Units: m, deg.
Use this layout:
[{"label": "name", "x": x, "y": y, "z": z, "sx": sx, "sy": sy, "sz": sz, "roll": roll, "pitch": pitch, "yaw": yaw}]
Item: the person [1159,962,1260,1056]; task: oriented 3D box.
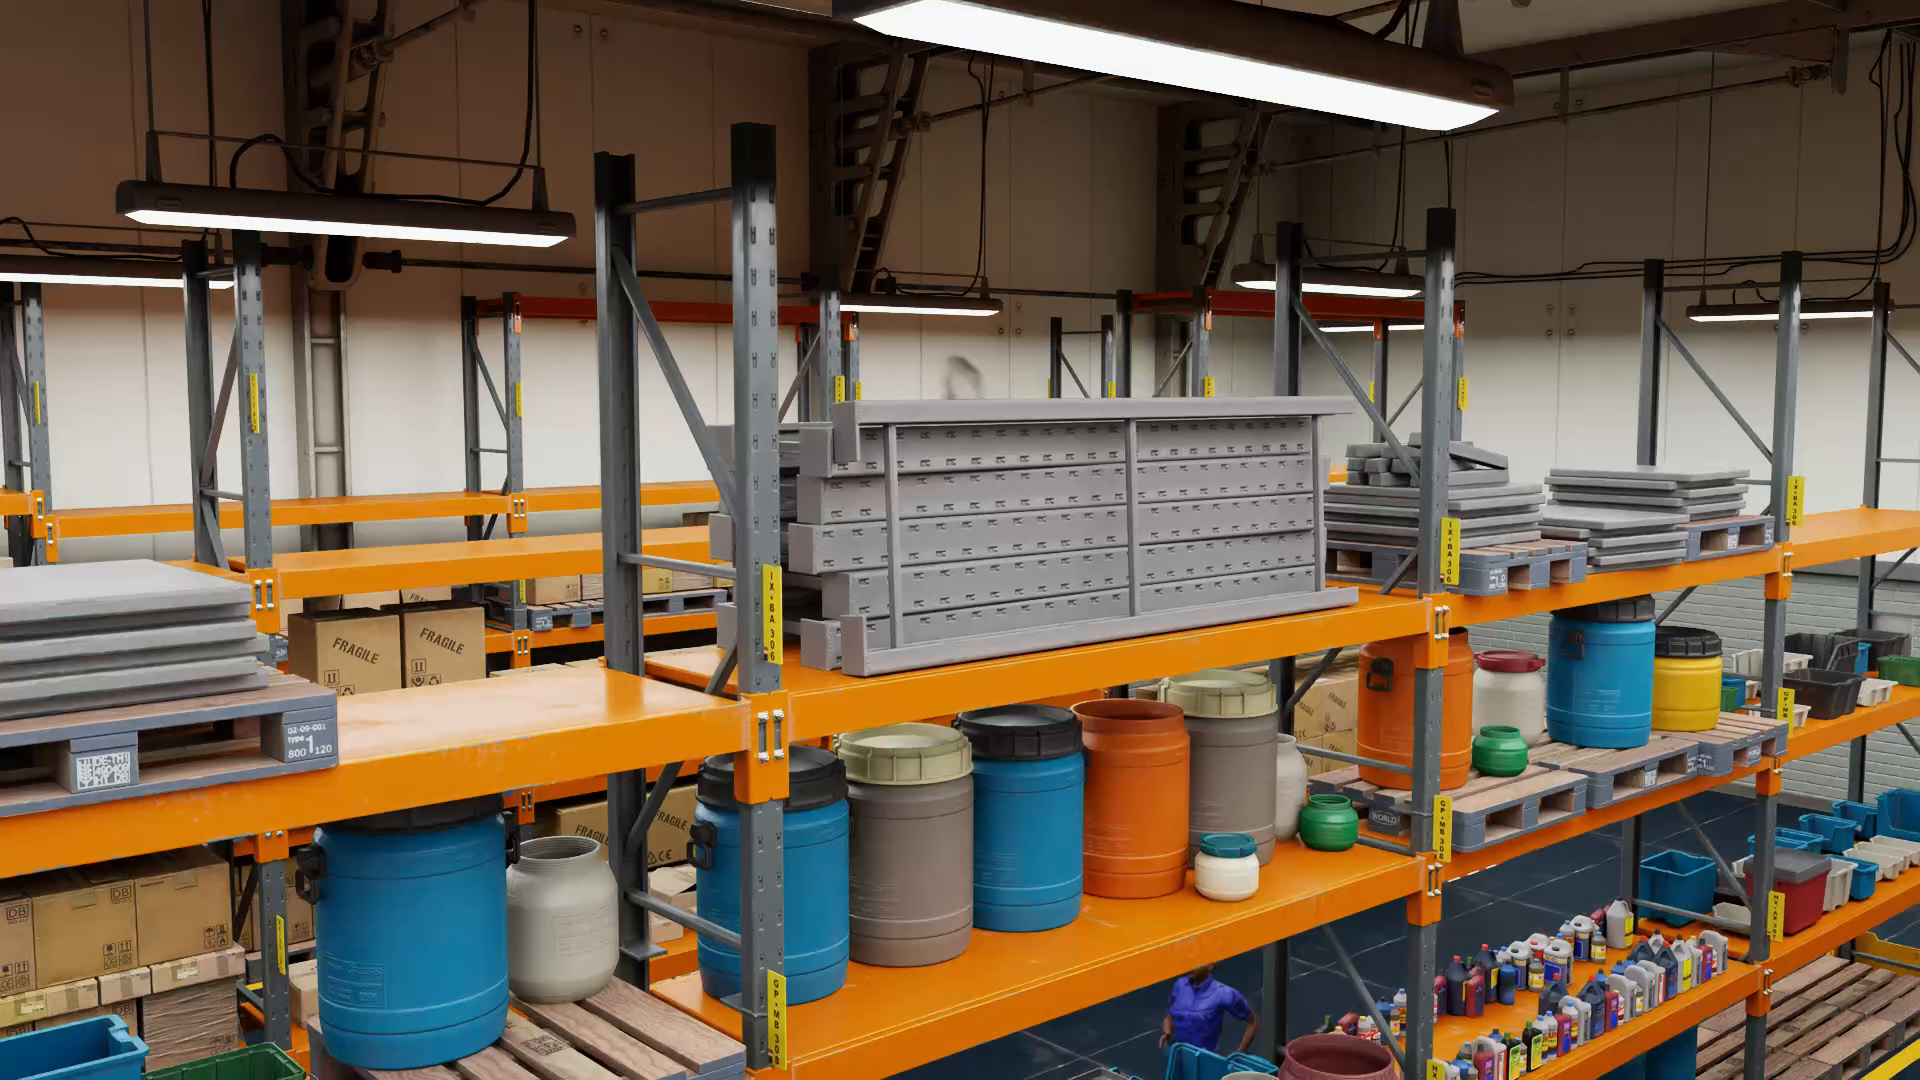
[{"label": "person", "x": 1.506, "y": 3.362, "z": 10.484, "sx": 0.688, "sy": 1.654, "sz": 0.544, "roll": -4, "pitch": 7, "yaw": -37}]
